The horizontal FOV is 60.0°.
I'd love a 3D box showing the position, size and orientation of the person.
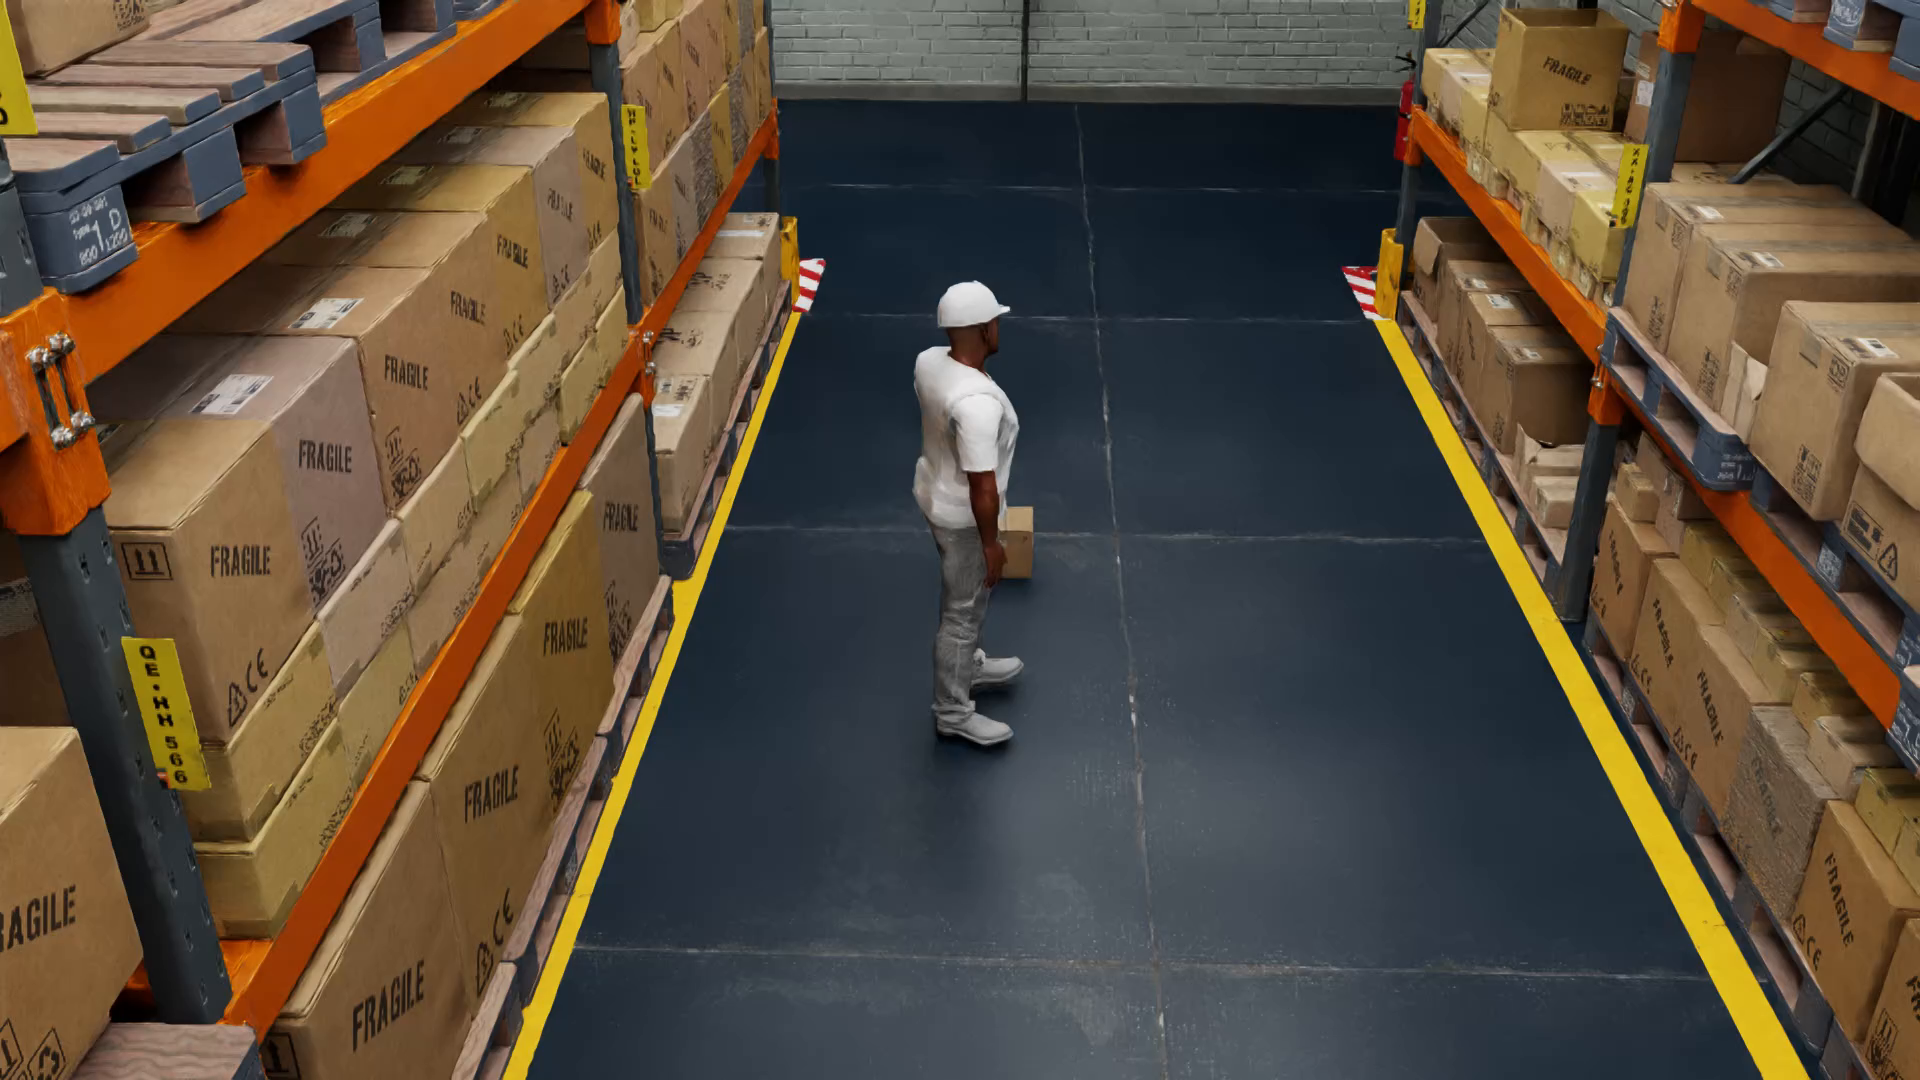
[{"bbox_3d":[0.076,-0.124,6.266,0.470,1.770,0.636,-8,29,-15],"label":"person"}]
